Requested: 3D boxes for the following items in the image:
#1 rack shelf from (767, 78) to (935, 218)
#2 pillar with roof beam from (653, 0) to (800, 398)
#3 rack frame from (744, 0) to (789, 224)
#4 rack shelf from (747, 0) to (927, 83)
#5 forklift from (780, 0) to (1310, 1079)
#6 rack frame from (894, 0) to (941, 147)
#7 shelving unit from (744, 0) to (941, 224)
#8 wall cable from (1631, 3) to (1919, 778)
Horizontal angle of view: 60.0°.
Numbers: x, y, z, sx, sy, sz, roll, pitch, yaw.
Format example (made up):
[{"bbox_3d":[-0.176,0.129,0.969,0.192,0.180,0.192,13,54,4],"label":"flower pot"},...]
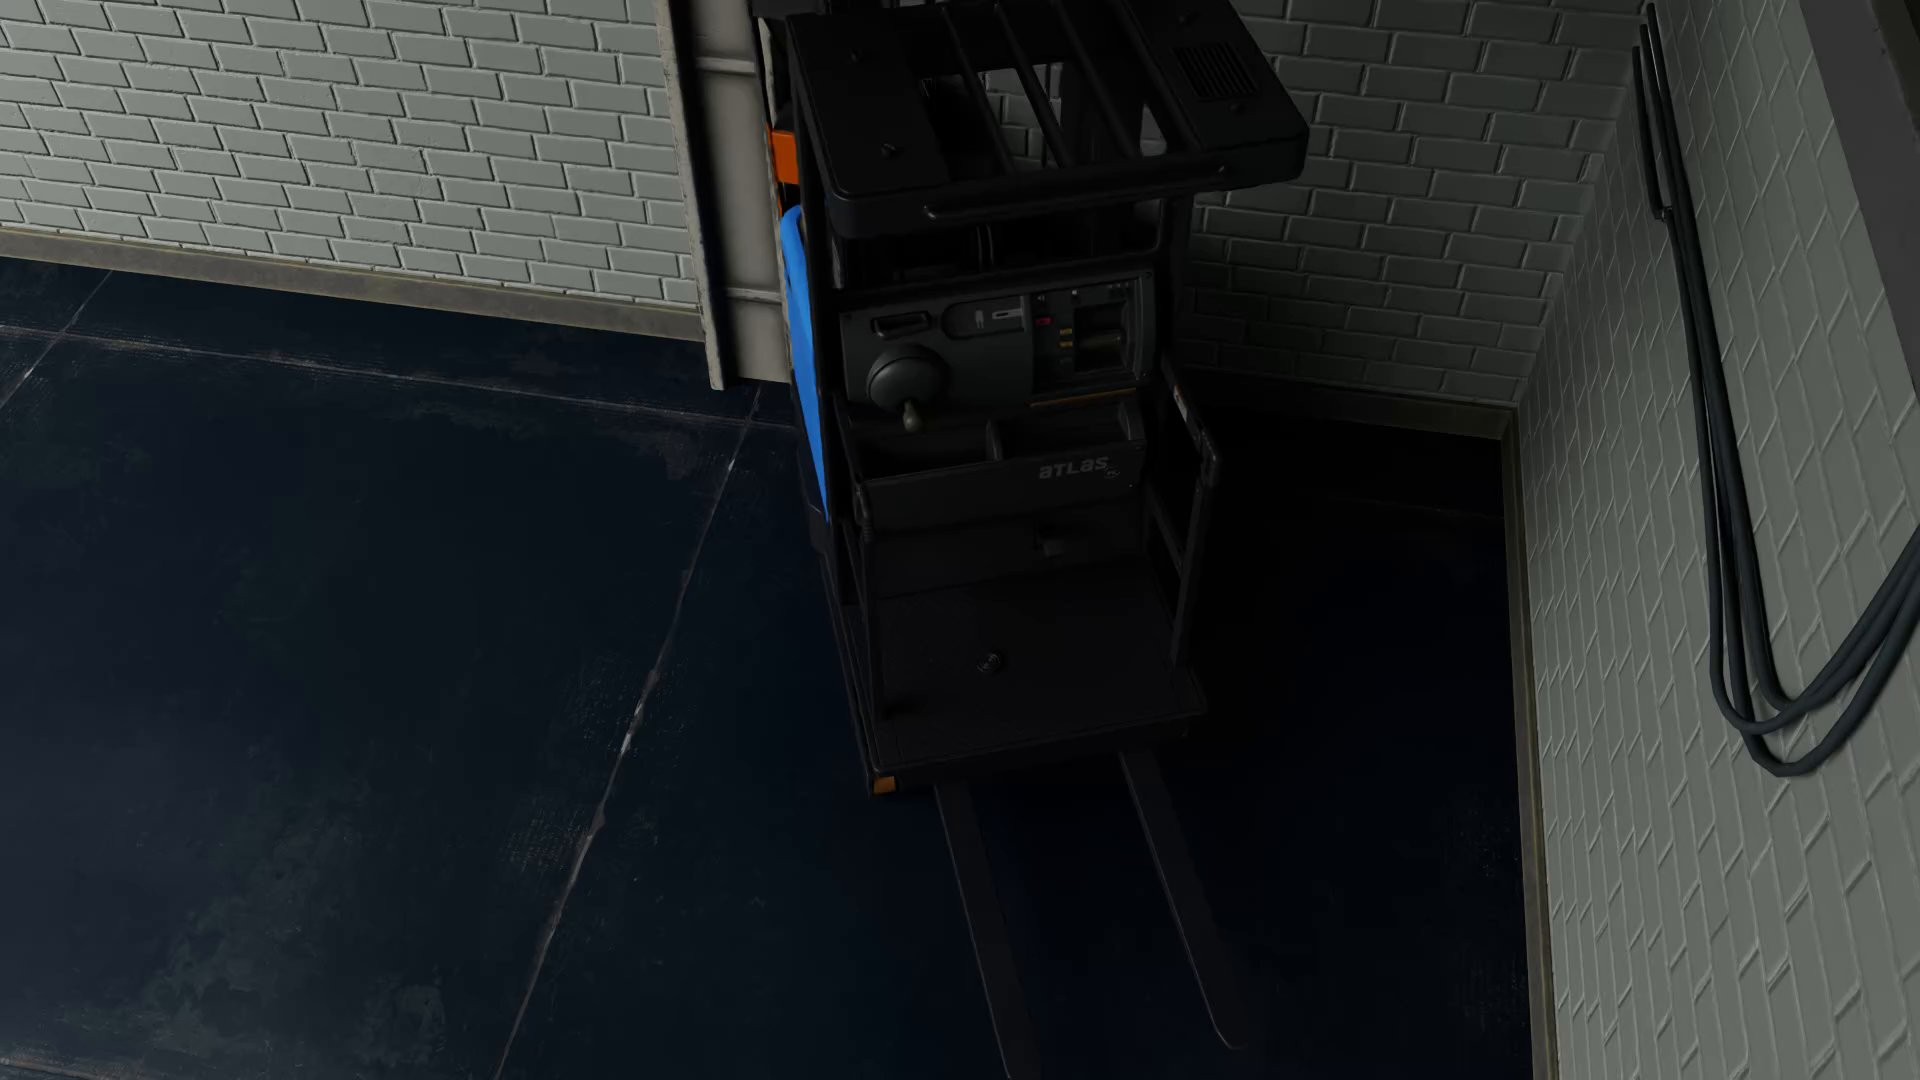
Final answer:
[{"bbox_3d":[-0.365,-1.372,5.908,0.480,0.518,0.431,11,56,9],"label":"rack shelf"},{"bbox_3d":[-1.563,-0.562,0.706,0.400,9.000,9.100,8,49,7],"label":"pillar with roof beam"},{"bbox_3d":[-0.601,-1.427,5.937,0.015,2.100,0.400,11,56,9],"label":"rack frame"},{"bbox_3d":[-0.383,-1.773,5.334,0.480,0.518,0.431,11,56,9],"label":"rack shelf"},{"bbox_3d":[0.166,-0.456,4.690,1.130,2.935,3.031,-9,49,-8],"label":"forklift"},{"bbox_3d":[-0.129,-1.334,5.857,0.015,2.100,0.400,11,56,9],"label":"rack frame"},{"bbox_3d":[-0.365,-1.380,5.897,0.503,2.100,0.431,11,56,9],"label":"shelving unit"},{"bbox_3d":[1.867,-1.318,3.472,0.112,2.526,3.097,8,49,7],"label":"wall cable"}]
